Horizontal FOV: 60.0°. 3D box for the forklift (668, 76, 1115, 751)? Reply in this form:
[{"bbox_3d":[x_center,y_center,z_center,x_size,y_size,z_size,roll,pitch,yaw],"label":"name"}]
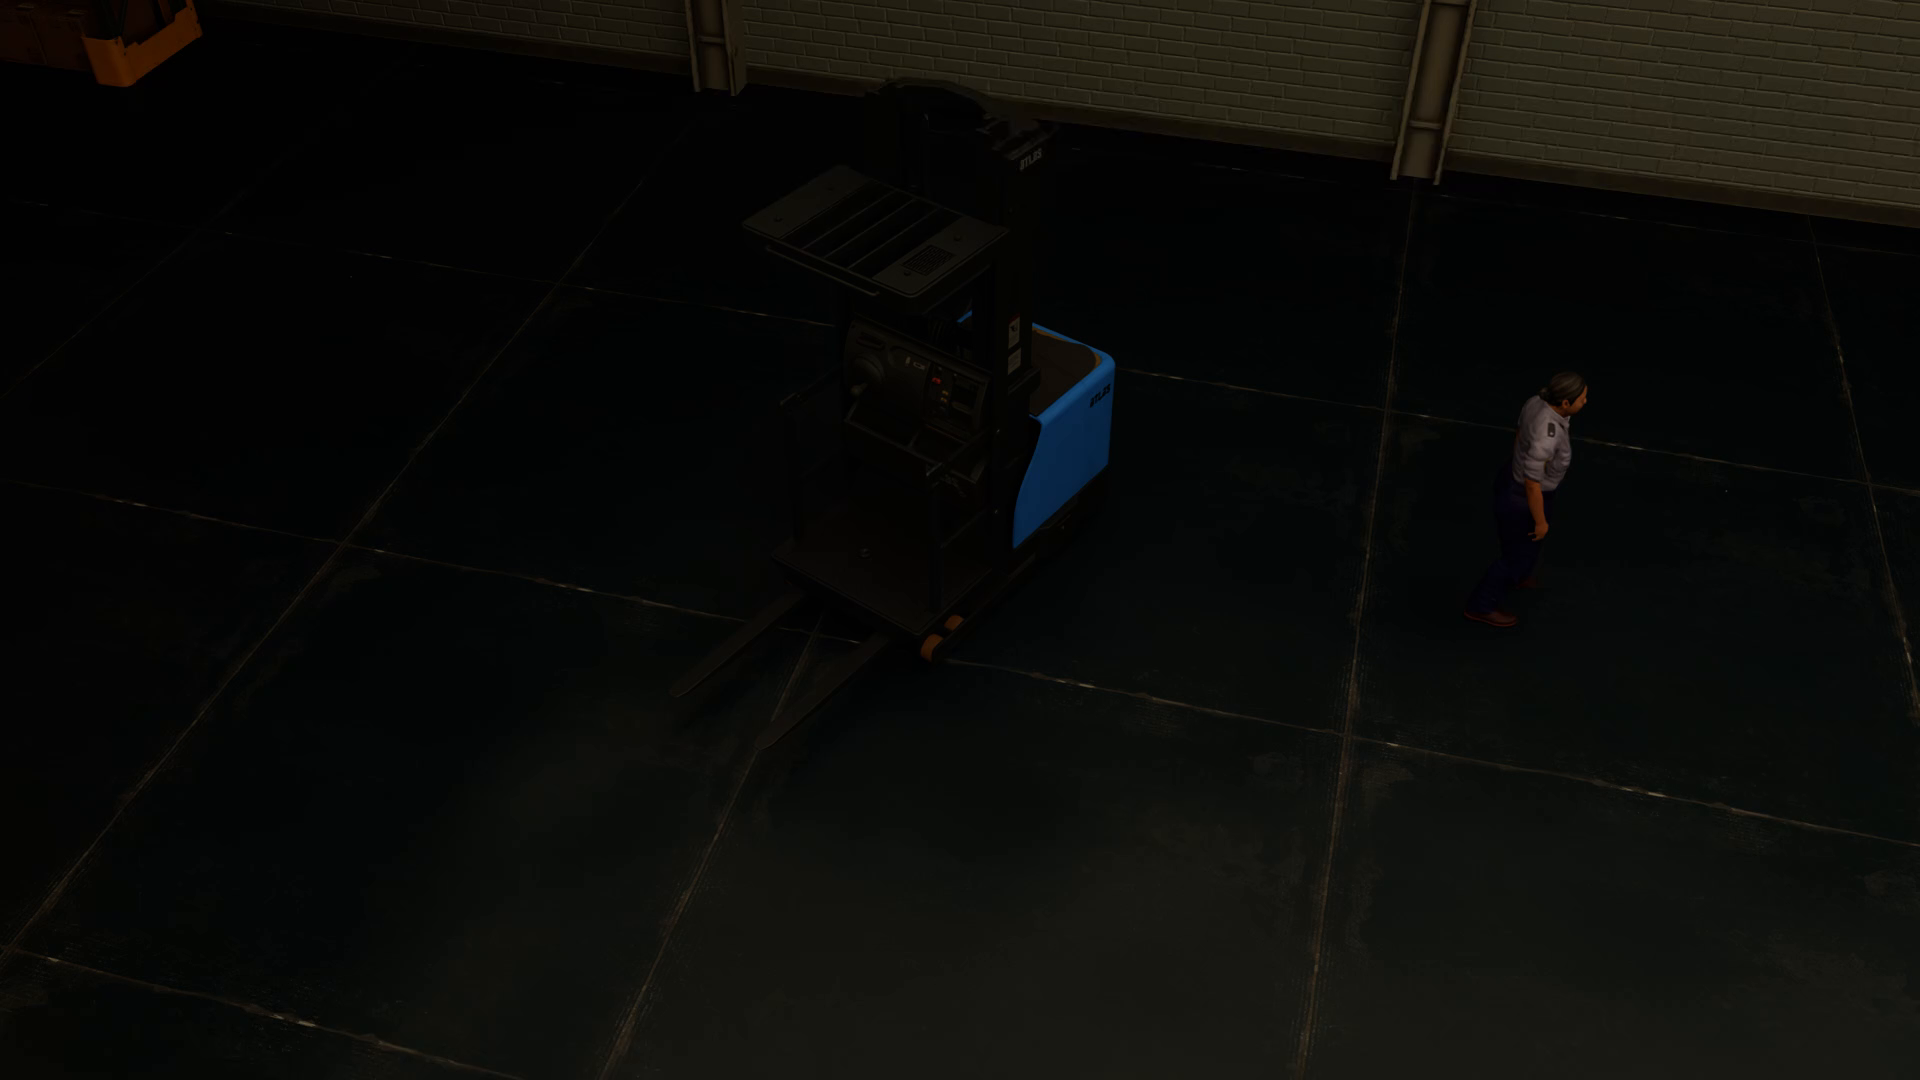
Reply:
[{"bbox_3d":[-0.370,-0.782,8.754,1.130,2.935,3.031,27,48,27],"label":"forklift"}]

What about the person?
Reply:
[{"bbox_3d":[3.157,-0.221,9.130,0.467,1.660,0.571,8,42,9],"label":"person"}]
